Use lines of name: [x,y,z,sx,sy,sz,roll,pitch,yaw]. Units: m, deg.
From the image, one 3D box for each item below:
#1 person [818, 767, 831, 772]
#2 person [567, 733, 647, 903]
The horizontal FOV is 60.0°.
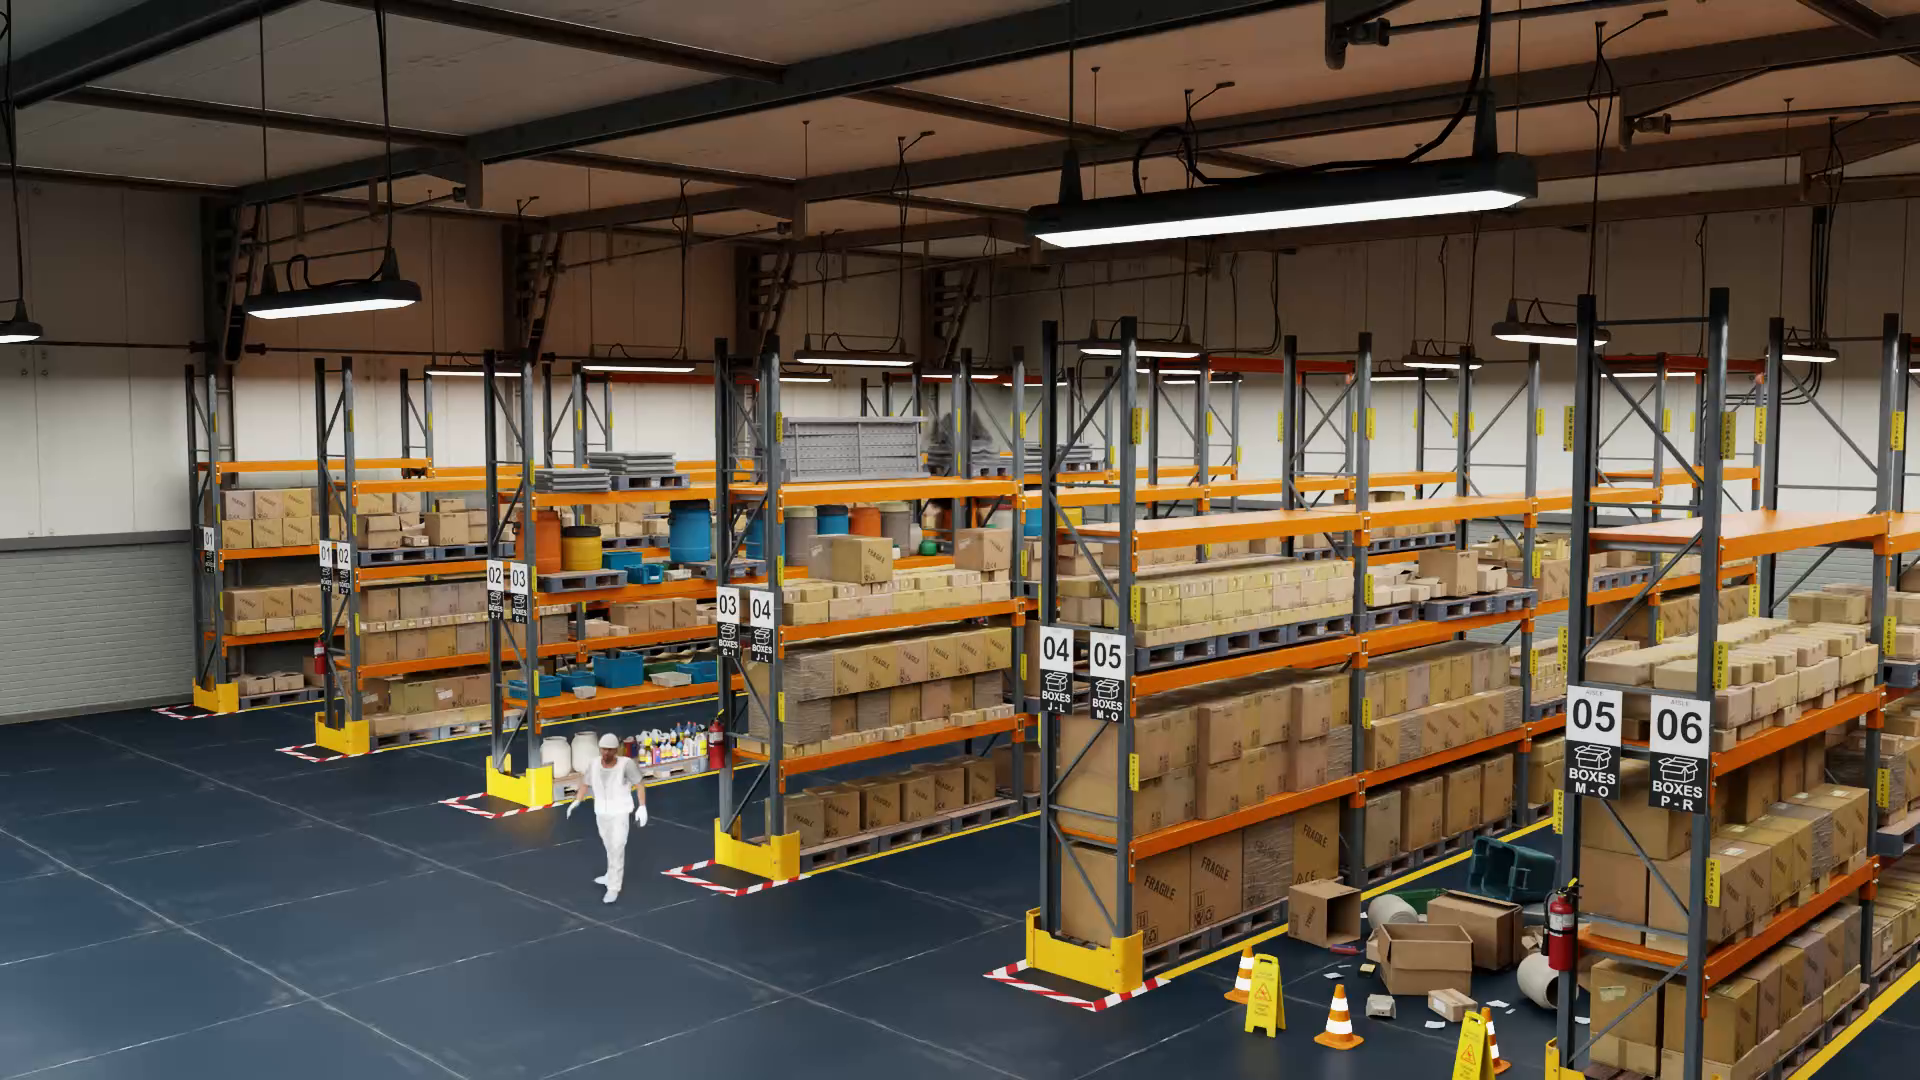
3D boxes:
person: [-1.763,2.450,24.245,0.635,1.755,0.826,3,5,31]
person: [-3.719,2.908,17.758,0.692,1.730,0.843,1,5,19]
